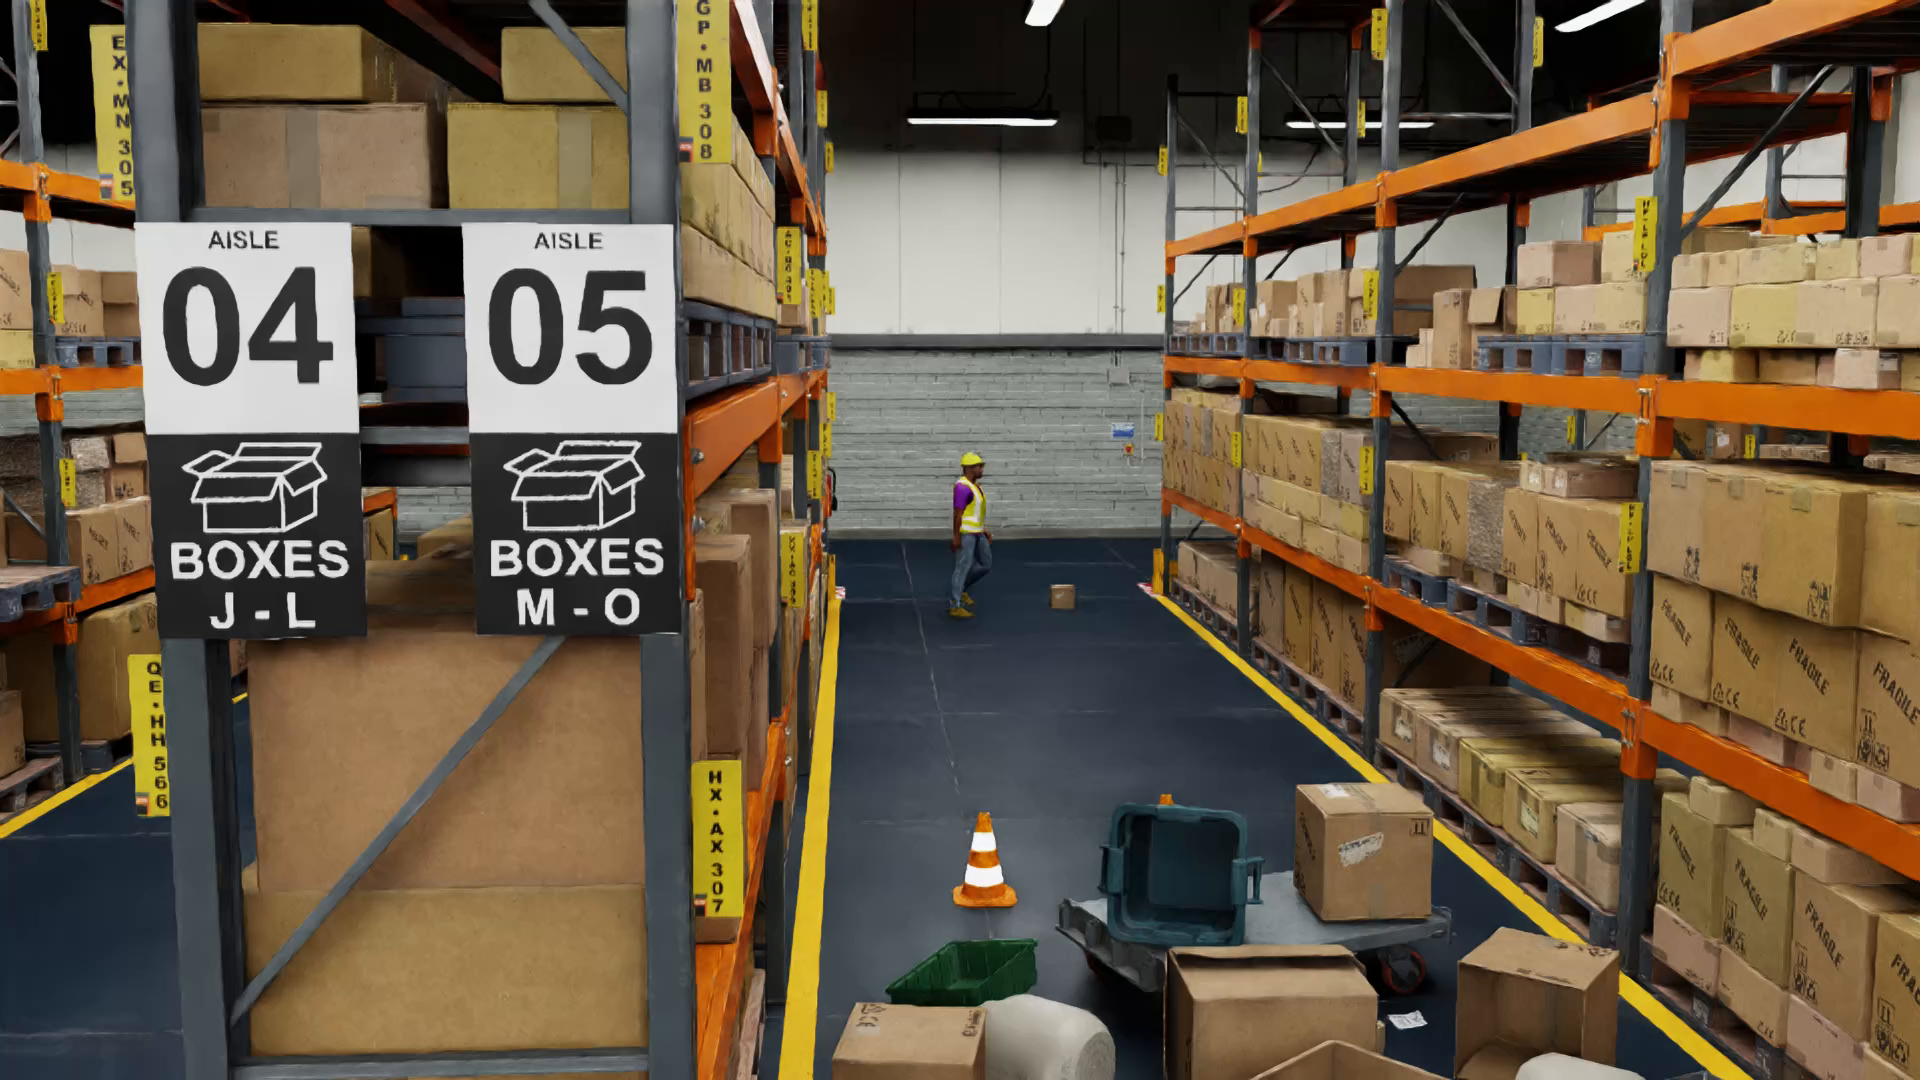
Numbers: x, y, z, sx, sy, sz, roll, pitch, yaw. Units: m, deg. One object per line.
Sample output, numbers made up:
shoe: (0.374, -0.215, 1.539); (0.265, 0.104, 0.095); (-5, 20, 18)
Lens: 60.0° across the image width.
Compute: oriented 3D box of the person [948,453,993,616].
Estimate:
person: (0.080, -0.069, 18.153); (0.487, 1.746, 0.691); (2, 7, 14)
